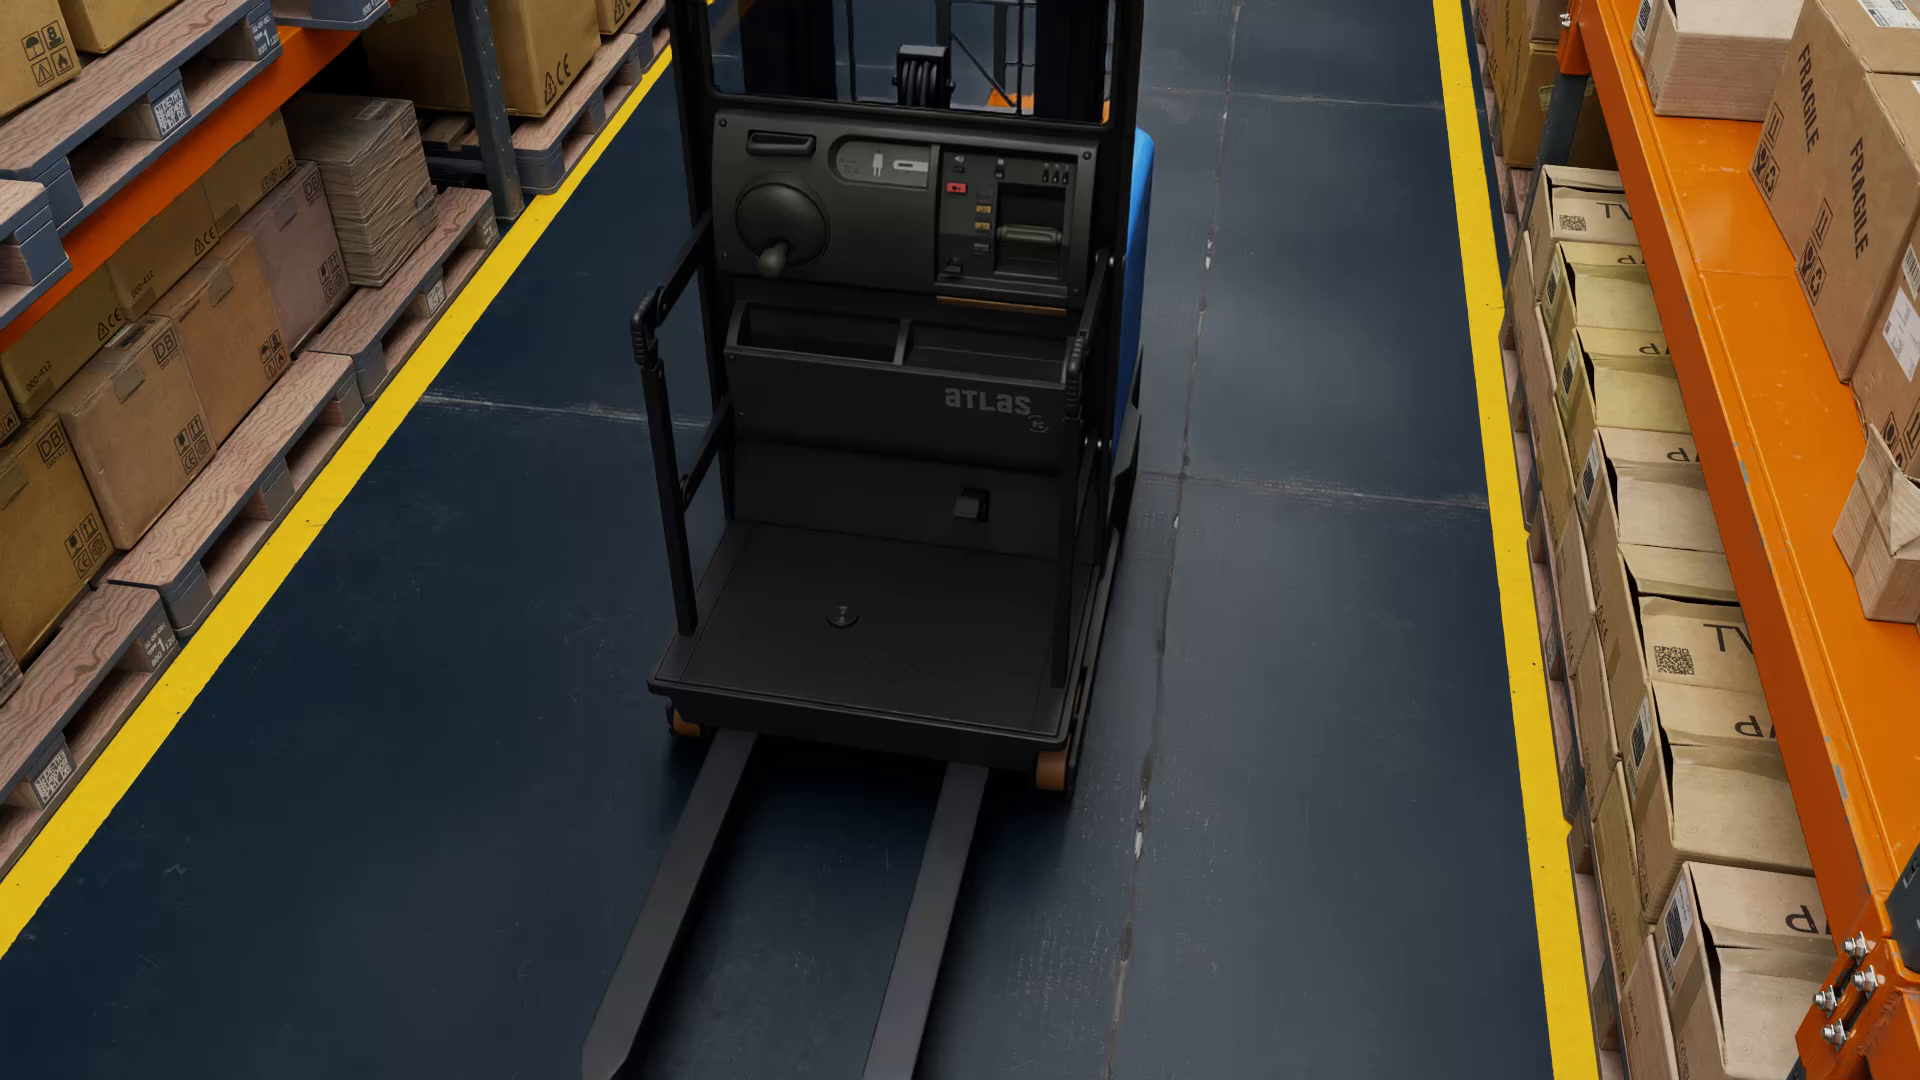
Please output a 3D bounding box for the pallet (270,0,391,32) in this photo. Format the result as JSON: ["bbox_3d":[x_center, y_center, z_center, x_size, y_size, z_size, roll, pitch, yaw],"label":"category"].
[{"bbox_3d":[-2.329,-2.017,5.486,1.213,0.211,1.003,6,40,8],"label":"pallet"}]

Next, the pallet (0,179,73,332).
[{"bbox_3d":[-2.727,-0.429,3.566,1.003,0.211,1.213,6,40,8],"label":"pallet"}]

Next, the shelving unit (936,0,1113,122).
[{"bbox_3d":[0.277,-1.449,5.826,0.587,1.500,1.083,7,40,9],"label":"shelving unit"}]

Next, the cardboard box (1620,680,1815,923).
[{"bbox_3d":[1.748,0.573,3.591,0.500,0.311,0.500,7,40,9],"label":"cardboard box"}]

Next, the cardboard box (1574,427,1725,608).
[{"bbox_3d":[1.928,-0.055,4.351,0.500,0.311,0.500,6,40,7],"label":"cardboard box"}]

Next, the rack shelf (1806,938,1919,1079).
[{"bbox_3d":[1.531,2.037,0.997,1.077,0.370,4.000,6,40,8],"label":"rack shelf"}]

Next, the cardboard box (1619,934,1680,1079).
[{"bbox_3d":[1.663,1.110,3.382,0.500,0.250,0.500,6,40,7],"label":"cardboard box"}]

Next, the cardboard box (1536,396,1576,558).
[{"bbox_3d":[2.019,-0.169,4.929,0.500,0.250,0.500,5,40,6],"label":"cardboard box"}]

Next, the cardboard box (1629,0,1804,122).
[{"bbox_3d":[2.223,-1.432,4.698,0.500,0.311,0.500,6,40,7],"label":"cardboard box"}]

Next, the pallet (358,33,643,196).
[{"bbox_3d":[-2.100,-1.962,7.457,1.003,0.211,1.213,6,40,8],"label":"pallet"}]

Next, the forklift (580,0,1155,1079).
[{"bbox_3d":[-0.181,-0.719,3.820,1.130,2.935,3.031,7,40,9],"label":"forklift"}]

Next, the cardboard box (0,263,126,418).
[{"bbox_3d":[-2.733,-0.602,4.652,0.500,0.250,0.500,5,40,6],"label":"cardboard box"}]

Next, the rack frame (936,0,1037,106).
[{"bbox_3d":[0.176,-1.126,5.435,0.500,1.500,0.032,7,40,9],"label":"rack frame"}]

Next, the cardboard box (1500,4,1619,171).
[{"bbox_3d":[2.500,-1.825,6.720,0.500,0.500,0.500,8,40,9],"label":"cardboard box"}]

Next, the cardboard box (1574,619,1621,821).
[{"bbox_3d":[1.840,0.472,4.154,0.500,0.250,0.500,7,40,9],"label":"cardboard box"}]

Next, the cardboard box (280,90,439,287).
[{"bbox_3d":[-2.384,-1.299,6.083,0.700,0.500,0.500,7,40,8],"label":"cardboard box"}]

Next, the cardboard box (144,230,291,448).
[{"bbox_3d":[-2.646,-0.673,5.327,0.700,0.500,0.500,6,40,7],"label":"cardboard box"}]

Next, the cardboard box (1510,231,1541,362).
[{"bbox_3d":[2.189,-0.812,5.706,0.500,0.250,0.500,6,40,8],"label":"cardboard box"}]

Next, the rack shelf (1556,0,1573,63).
[{"bbox_3d":[2.915,-2.984,7.070,1.077,0.370,4.000,6,40,8],"label":"rack shelf"}]

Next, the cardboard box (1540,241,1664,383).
[{"bbox_3d":[2.106,-0.697,5.128,0.500,0.311,0.500,5,40,7],"label":"cardboard box"}]

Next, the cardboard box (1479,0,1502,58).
[{"bbox_3d":[2.674,-2.480,7.512,0.500,0.500,0.500,5,40,6],"label":"cardboard box"}]

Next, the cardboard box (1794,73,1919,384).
[{"bbox_3d":[2.204,-0.659,3.615,0.500,0.500,0.500,6,40,8],"label":"cardboard box"}]

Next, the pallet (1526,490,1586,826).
[{"bbox_3d":[2.175,0.344,4.668,1.003,0.211,1.213,6,40,8],"label":"pallet"}]

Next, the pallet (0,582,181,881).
[{"bbox_3d":[-2.870,0.546,4.424,1.003,0.211,1.213,6,40,8],"label":"pallet"}]

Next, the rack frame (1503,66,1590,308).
[{"bbox_3d":[2.569,-2.006,5.322,1.000,3.000,0.127,6,40,8],"label":"rack frame"}]

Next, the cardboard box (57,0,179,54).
[{"bbox_3d":[-2.576,-1.678,4.501,0.700,0.500,0.500,6,40,8],"label":"cardboard box"}]

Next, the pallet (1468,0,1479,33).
[{"bbox_3d":[3.158,-2.927,8.625,1.003,0.211,1.213,6,40,8],"label":"pallet"}]

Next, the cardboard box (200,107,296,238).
[{"bbox_3d":[-2.544,-1.237,5.420,0.500,0.250,0.500,7,40,9],"label":"cardboard box"}]

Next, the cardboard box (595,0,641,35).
[{"bbox_3d":[-1.896,-2.879,7.736,0.750,0.750,0.750,6,40,7],"label":"cardboard box"}]

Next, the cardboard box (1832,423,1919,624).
[{"bbox_3d":[1.848,-0.016,3.021,0.396,0.266,0.258,5,40,7],"label":"cardboard box"}]

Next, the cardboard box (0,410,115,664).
[{"bbox_3d":[-2.852,-0.039,4.560,0.700,0.500,0.500,6,40,7],"label":"cardboard box"}]

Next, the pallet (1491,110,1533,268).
[{"bbox_3d":[2.735,-1.396,6.773,1.003,0.211,1.213,6,40,8],"label":"pallet"}]
